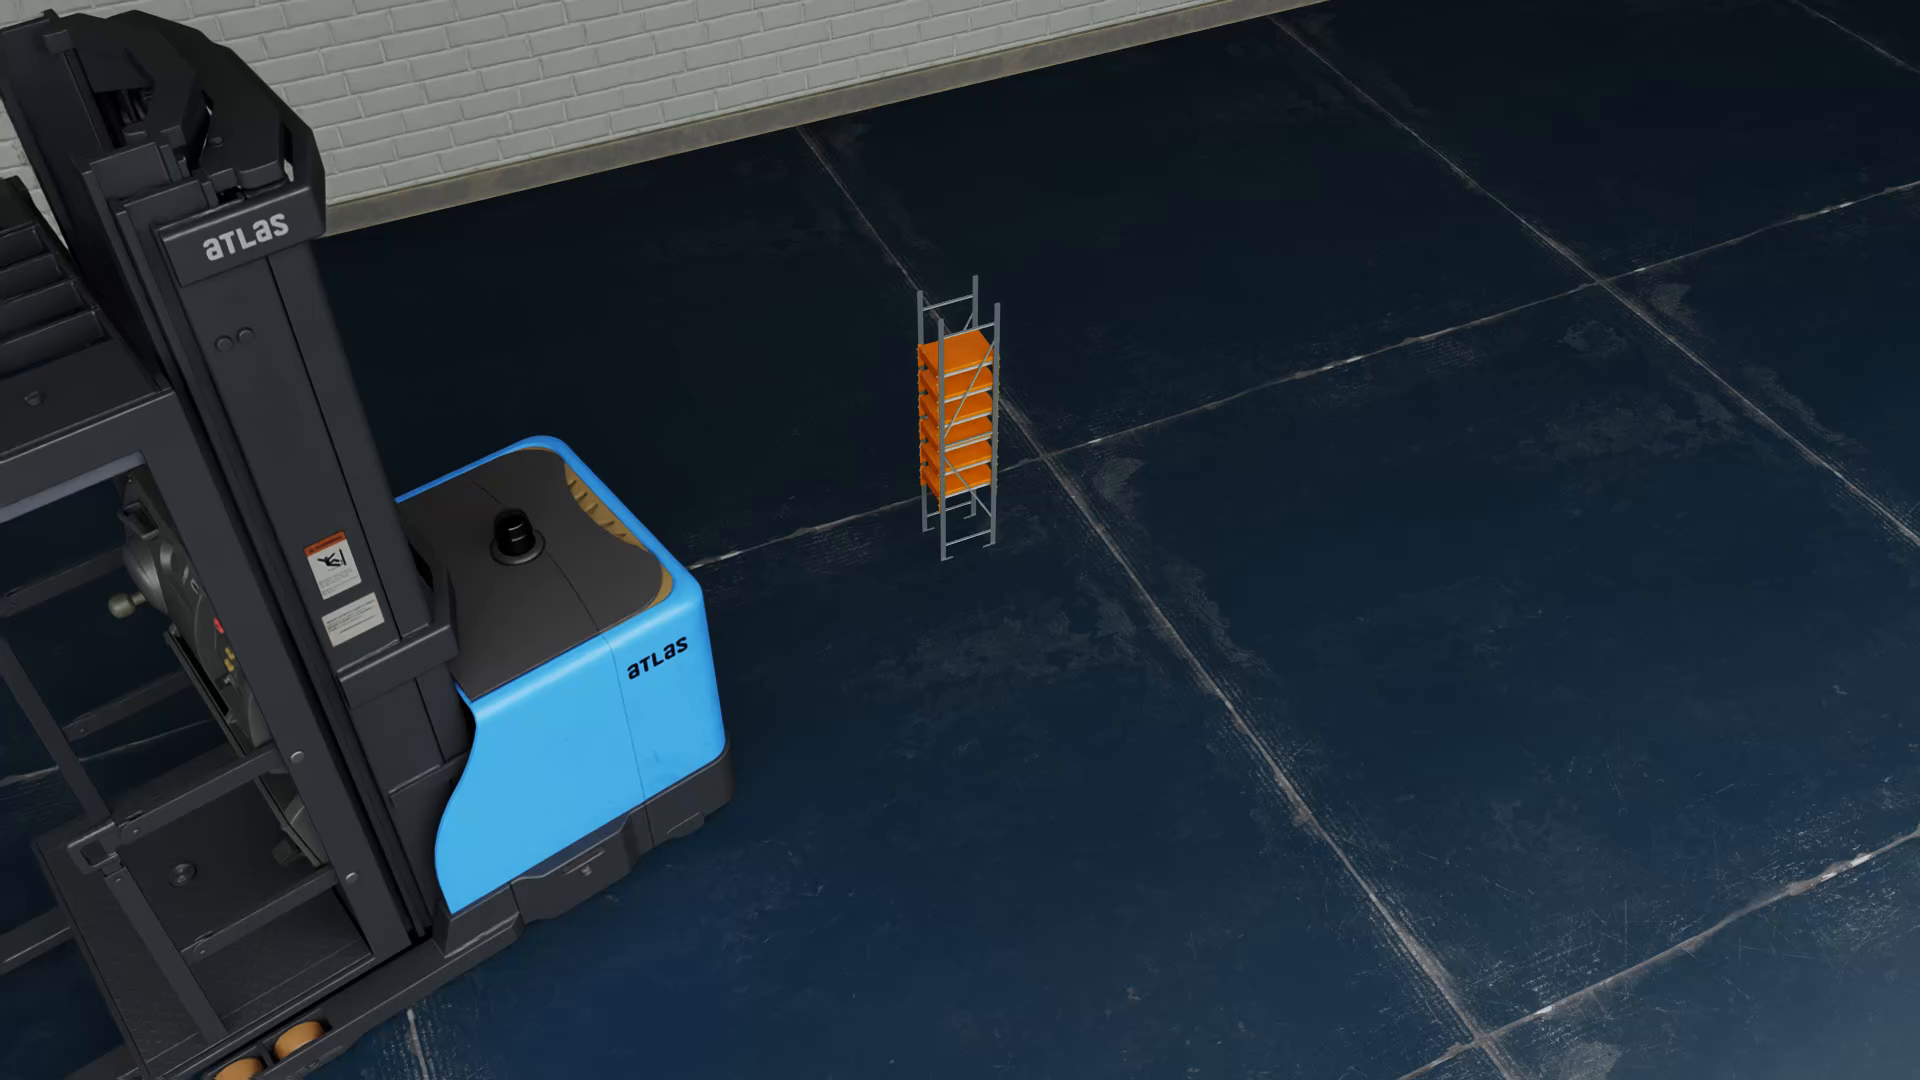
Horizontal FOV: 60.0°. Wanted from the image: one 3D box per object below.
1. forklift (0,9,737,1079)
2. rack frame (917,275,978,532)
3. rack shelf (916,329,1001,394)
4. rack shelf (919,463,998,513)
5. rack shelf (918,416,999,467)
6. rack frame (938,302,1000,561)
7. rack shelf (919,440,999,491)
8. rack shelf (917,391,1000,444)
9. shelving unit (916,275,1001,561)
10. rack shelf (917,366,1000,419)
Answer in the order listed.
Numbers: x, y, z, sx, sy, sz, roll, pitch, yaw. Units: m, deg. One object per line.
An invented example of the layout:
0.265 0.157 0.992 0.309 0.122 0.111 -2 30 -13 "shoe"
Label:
-2.243 0.254 4.406 3.031 2.935 1.130 -29 52 -26 "forklift"
-0.045 -0.495 6.397 0.240 1.200 0.006 -18 47 -17 "rack frame"
-0.006 -0.661 6.116 0.258 0.103 0.180 -18 47 -17 "rack shelf"
-0.006 -0.234 6.538 0.258 0.103 0.180 -18 47 -17 "rack shelf"
-0.006 -0.405 6.369 0.258 0.103 0.180 -18 47 -17 "rack shelf"
0.032 -0.378 6.279 0.240 1.200 0.006 -18 47 -17 "rack frame"
-0.006 -0.319 6.453 0.258 0.103 0.180 -18 47 -17 "rack shelf"
-0.006 -0.490 6.285 0.258 0.103 0.180 -18 47 -17 "rack shelf"
-0.006 -0.436 6.338 0.258 1.200 0.189 -18 47 -17 "shelving unit"
-0.006 -0.576 6.201 0.258 0.103 0.180 -18 47 -17 "rack shelf"
